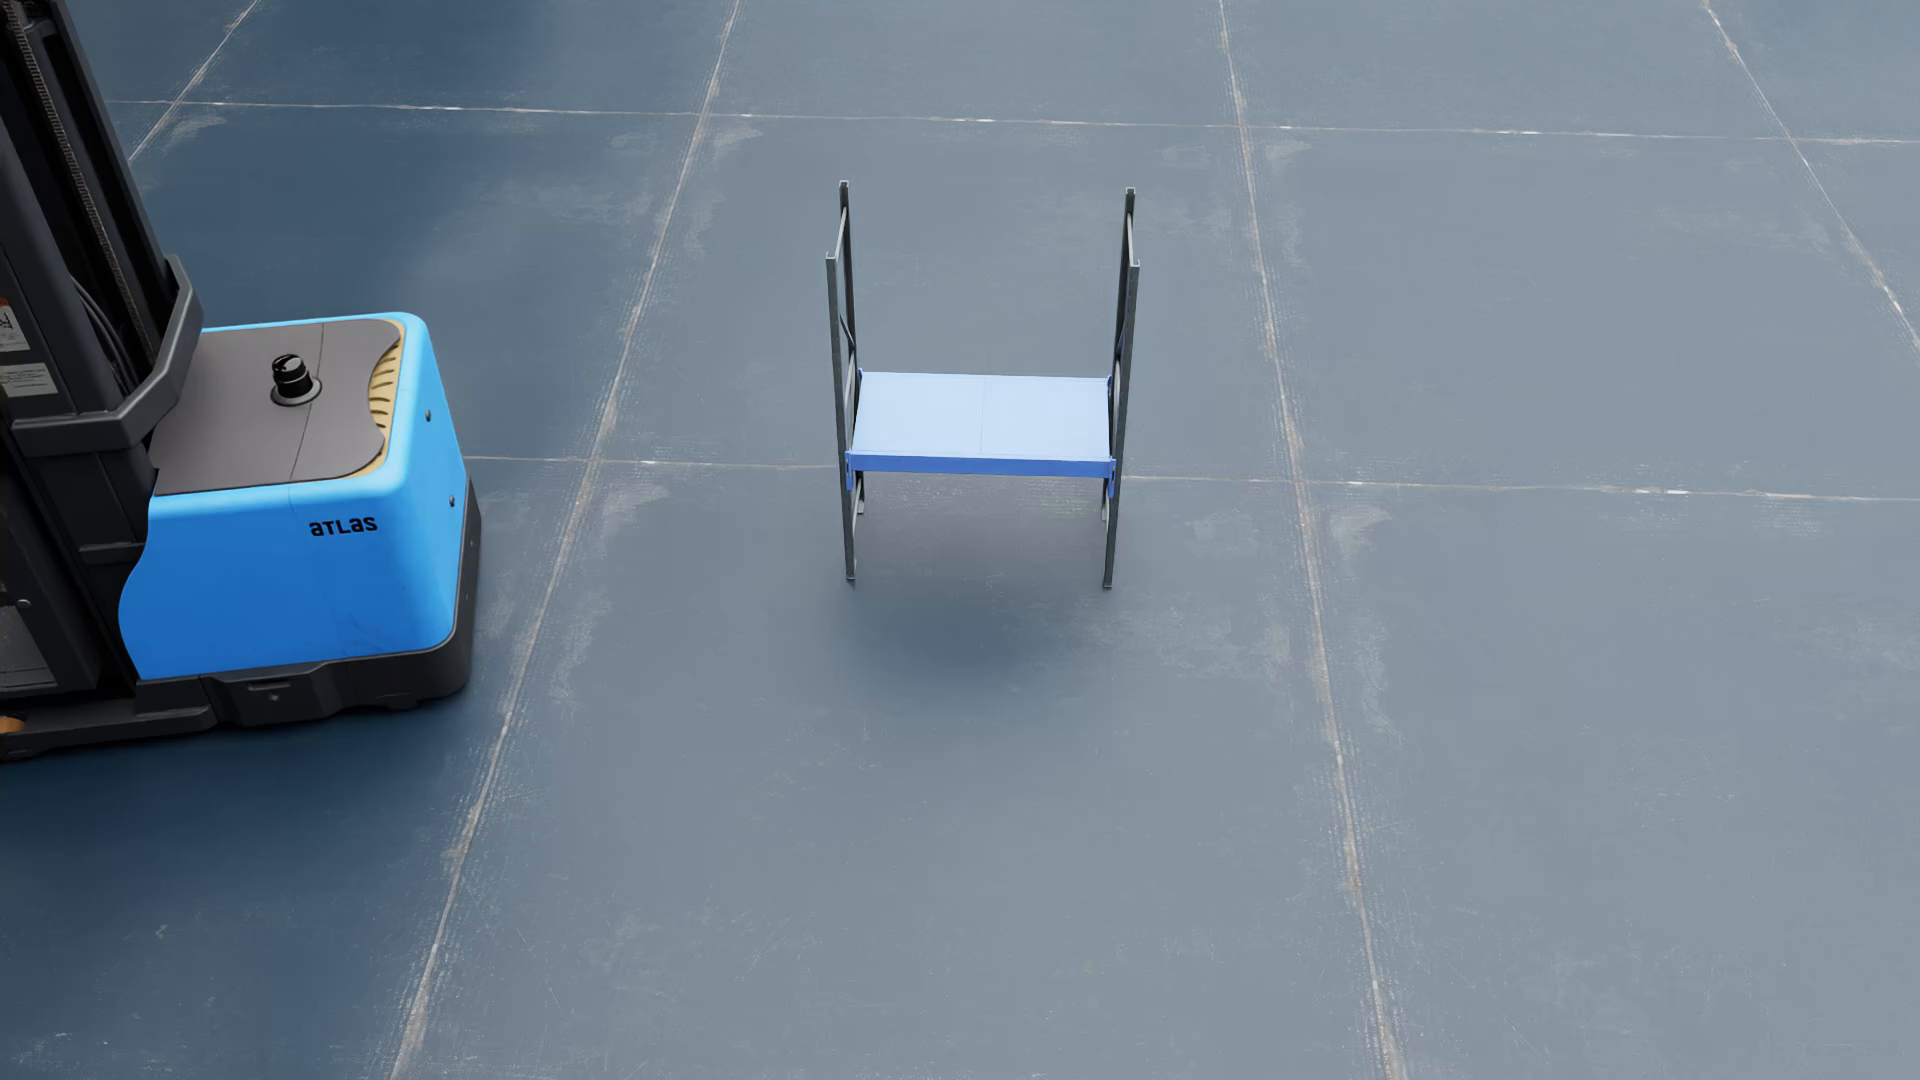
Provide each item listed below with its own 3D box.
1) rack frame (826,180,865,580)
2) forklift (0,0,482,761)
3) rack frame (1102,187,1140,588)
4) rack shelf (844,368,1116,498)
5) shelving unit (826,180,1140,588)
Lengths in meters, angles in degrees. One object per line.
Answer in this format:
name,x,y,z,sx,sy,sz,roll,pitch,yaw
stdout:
rack frame,-0.423,-0.562,6.253,0.032,1.500,0.500,2,43,2
forklift,-3.367,-0.655,5.302,3.031,2.935,1.130,-6,43,-6
rack frame,0.593,-0.531,6.219,0.032,1.500,0.500,2,43,2
rack shelf,0.085,-0.415,6.359,1.000,0.185,0.538,2,43,2
shelving unit,0.085,-0.546,6.236,1.048,1.500,0.538,2,43,2
